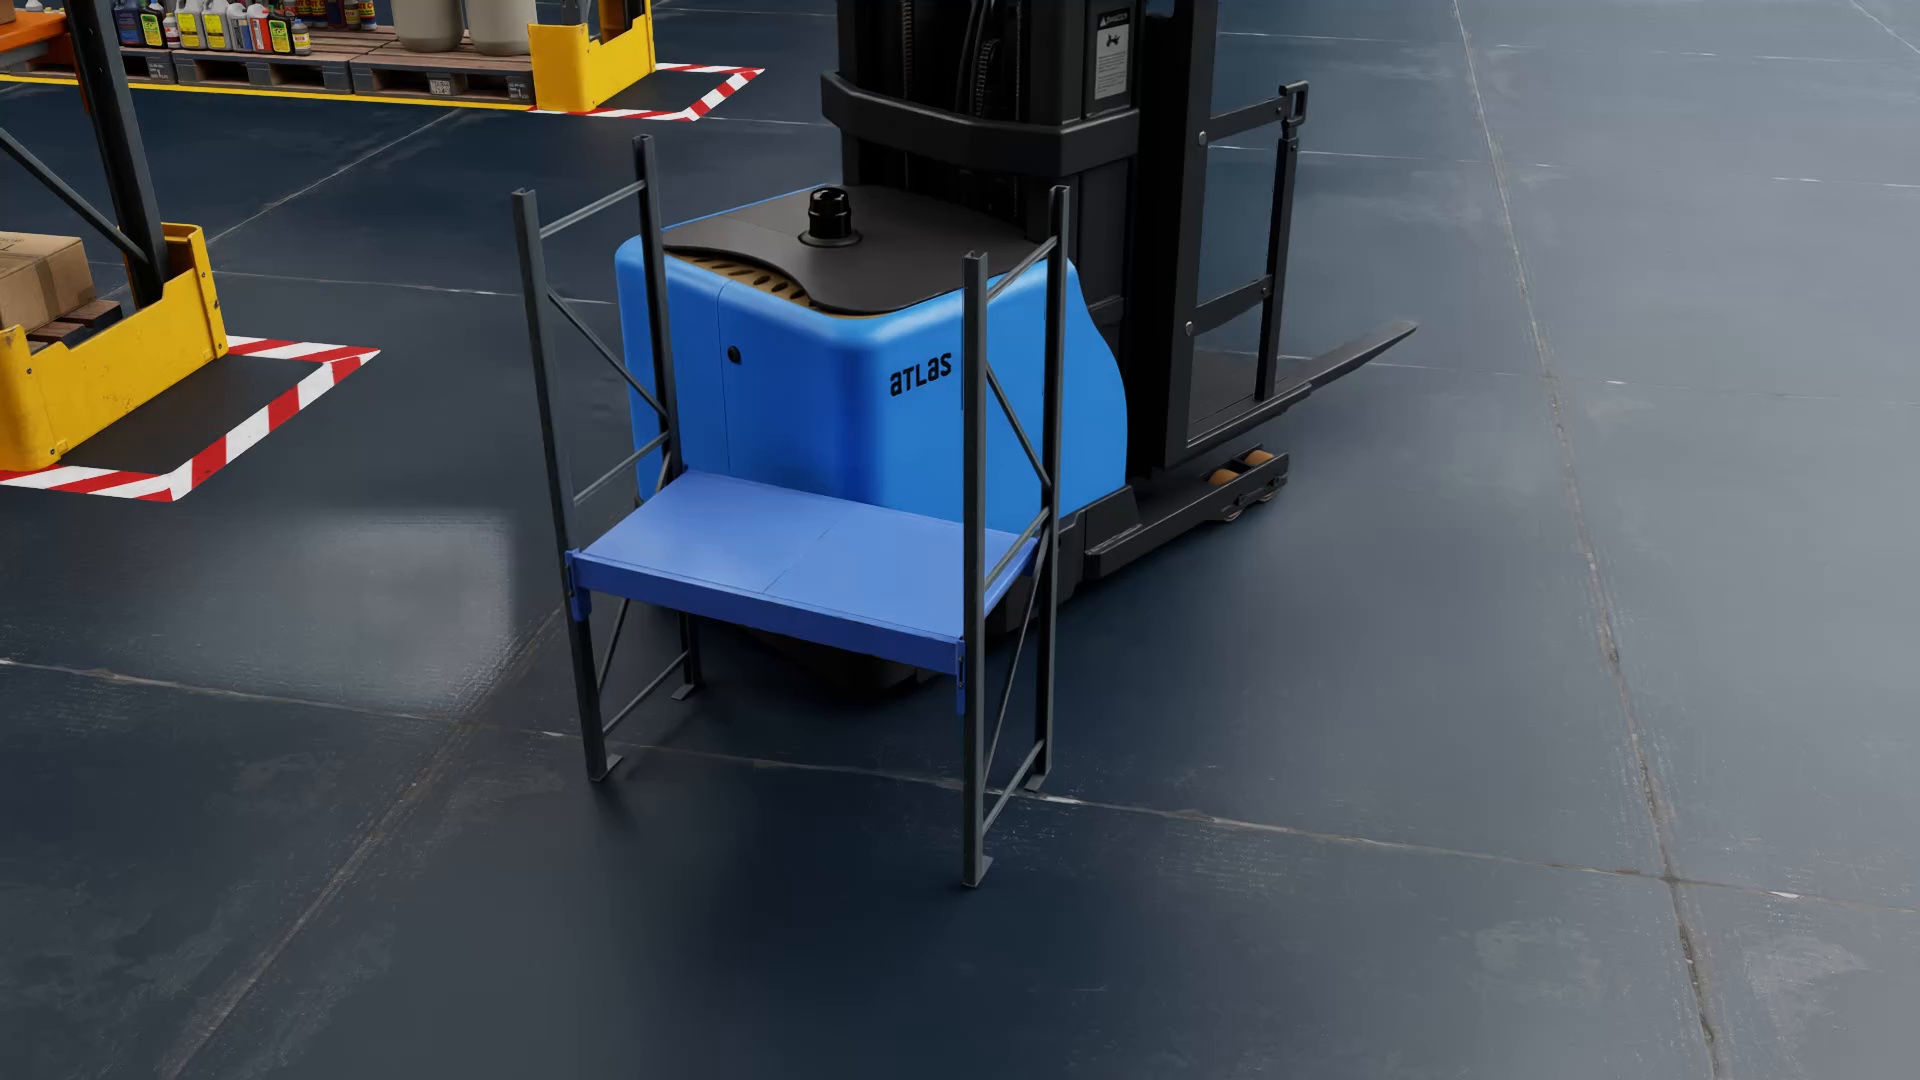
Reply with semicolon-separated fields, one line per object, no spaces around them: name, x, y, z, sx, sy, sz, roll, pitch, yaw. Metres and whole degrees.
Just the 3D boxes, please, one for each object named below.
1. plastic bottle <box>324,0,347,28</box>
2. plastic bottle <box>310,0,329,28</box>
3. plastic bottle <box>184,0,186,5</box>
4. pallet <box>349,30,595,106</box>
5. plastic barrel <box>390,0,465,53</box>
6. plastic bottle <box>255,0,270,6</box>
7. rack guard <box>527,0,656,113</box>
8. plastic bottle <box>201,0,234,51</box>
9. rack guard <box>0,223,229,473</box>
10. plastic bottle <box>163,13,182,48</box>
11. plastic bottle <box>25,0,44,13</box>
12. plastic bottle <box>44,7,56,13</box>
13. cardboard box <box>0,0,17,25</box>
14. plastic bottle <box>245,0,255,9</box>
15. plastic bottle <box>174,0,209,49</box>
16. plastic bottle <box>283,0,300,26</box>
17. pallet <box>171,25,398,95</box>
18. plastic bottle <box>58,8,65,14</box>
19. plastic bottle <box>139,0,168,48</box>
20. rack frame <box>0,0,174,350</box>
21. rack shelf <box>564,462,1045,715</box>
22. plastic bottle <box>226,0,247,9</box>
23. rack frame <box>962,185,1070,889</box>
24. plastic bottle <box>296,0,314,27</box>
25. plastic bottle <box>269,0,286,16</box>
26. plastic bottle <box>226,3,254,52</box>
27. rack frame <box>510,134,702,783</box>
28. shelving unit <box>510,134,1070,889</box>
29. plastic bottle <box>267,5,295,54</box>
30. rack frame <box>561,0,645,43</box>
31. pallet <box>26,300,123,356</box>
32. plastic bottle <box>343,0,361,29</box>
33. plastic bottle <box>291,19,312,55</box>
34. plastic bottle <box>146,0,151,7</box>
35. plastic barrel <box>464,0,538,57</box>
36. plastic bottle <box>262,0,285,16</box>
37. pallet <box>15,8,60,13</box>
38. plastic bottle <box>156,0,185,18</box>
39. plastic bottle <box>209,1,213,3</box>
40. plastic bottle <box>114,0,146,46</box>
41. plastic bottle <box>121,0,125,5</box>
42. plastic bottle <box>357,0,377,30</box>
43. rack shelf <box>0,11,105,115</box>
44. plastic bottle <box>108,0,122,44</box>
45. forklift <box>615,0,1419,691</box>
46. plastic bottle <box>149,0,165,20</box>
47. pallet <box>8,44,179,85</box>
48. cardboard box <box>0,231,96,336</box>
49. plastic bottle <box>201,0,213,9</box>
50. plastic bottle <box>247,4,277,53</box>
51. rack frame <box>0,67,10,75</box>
plastic bottle;-4.102;-3.521;10.928;0.133;0.283;0.061;6;29;11
plastic bottle;-4.220;-3.518;10.936;0.097;0.271;0.097;0;29;0
plastic bottle;-5.211;-3.643;11.082;0.185;0.351;0.144;4;29;8
pallet;-3.054;-3.006;10.521;1.213;0.211;1.003;6;29;11
plastic barrel;-3.327;-3.333;10.368;0.421;0.512;0.421;0;29;0
plastic bottle;-4.616;-3.528;11.027;0.097;0.201;0.097;0;29;0
rack guard;-2.261;-3.049;10.298;0.348;0.500;1.175;6;29;11
plastic bottle;-4.604;-3.236;10.337;0.185;0.351;0.144;7;29;13
rack guard;-3.191;-0.735;6.072;0.348;0.500;1.175;6;29;11
plastic bottle;-4.929;-3.192;10.413;0.097;0.201;0.097;0;29;0
plastic bottle;-5.869;-3.319;10.572;0.097;0.271;0.097;0;29;0
plastic bottle;-5.769;-3.278;10.570;0.097;0.201;0.097;0;29;0
cardboard box;-3.669;-1.931;5.549;0.500;0.500;0.700;6;29;11
plastic bottle;-4.737;-3.560;11.007;0.135;0.276;0.152;6;29;11
plastic bottle;-4.786;-3.254;10.371;0.185;0.351;0.144;6;29;10
plastic bottle;-4.415;-3.508;10.989;0.097;0.201;0.097;0;29;0
pallet;-4.244;-3.129;10.746;1.213;0.211;1.003;6;29;11
plastic bottle;-5.670;-3.268;10.552;0.097;0.201;0.097;0;29;0
plastic bottle;-5.049;-3.231;10.399;0.133;0.283;0.061;7;30;13
rack frame;-3.215;-1.834;5.476;0.127;3.000;1.000;6;29;11
rack shelf;-0.350;0.088;3.901;1.000;0.185;0.538;12;31;20
plastic bottle;-4.759;-3.513;10.914;0.133;0.283;0.061;6;29;11
rack frame;0.118;0.026;3.640;0.032;1.500;0.500;12;31;20
plastic bottle;-4.318;-3.528;10.954;0.097;0.271;0.097;0;29;0
plastic bottle;-4.516;-3.549;10.992;0.097;0.271;0.097;0;29;0
plastic bottle;-4.441;-3.188;10.328;0.135;0.276;0.152;5;29;9
rack frame;-0.817;-0.165;3.990;0.032;1.500;0.500;12;31;20
shelving unit;-0.350;-0.069;3.815;1.048;1.500;0.538;12;31;20
plastic bottle;-4.183;-3.143;10.237;0.133;0.283;0.061;7;29;12
rack frame;-2.177;-4.160;9.724;0.127;3.000;1.000;6;29;11
pallet;-3.972;-0.668;6.250;1.213;0.211;1.003;6;29;11
plastic bottle;-3.986;-3.464;10.909;0.097;0.201;0.097;0;29;0
plastic bottle;-4.064;-3.104;10.251;0.097;0.201;0.097;0;29;0
plastic bottle;-5.429;-3.595;10.993;0.185;0.351;0.144;6;29;11
plastic barrel;-2.836;-3.283;10.276;0.421;0.512;0.421;0;29;0
plastic bottle;-4.284;-3.228;10.393;0.133;0.283;0.061;6;29;11
pallet;-6.865;-3.398;11.237;1.213;0.211;1.003;6;29;11
plastic bottle;-5.217;-3.539;10.968;0.135;0.276;0.152;6;29;11
plastic bottle;-4.891;-3.531;10.946;0.133;0.283;0.061;6;29;11
plastic bottle;-5.201;-3.297;10.449;0.185;0.351;0.144;5;29;8
plastic bottle;-5.356;-3.384;10.607;0.185;0.351;0.144;6;29;11
plastic bottle;-3.885;-3.484;10.873;0.097;0.271;0.097;0;29;0
rack shelf;-5.171;-1.719;6.015;4.000;0.370;1.077;6;29;11
plastic bottle;-5.386;-3.316;10.484;0.185;0.351;0.144;7;29;12
forklift;0.437;-1.500;4.937;1.130;2.935;3.031;25;37;38
plastic bottle;-5.050;-3.265;10.473;0.097;0.271;0.097;0;29;0
pallet;-5.441;-3.251;10.968;1.213;0.211;1.003;6;29;11
cardboard box;-3.693;-0.970;6.325;0.500;0.250;0.500;6;29;11
plastic bottle;-4.779;-3.294;10.521;0.135;0.276;0.152;6;29;11
plastic bottle;-4.305;-3.174;10.303;0.135;0.276;0.152;6;29;11
rack frame;-6.089;-4.561;10.457;0.127;3.000;1.000;6;29;11
